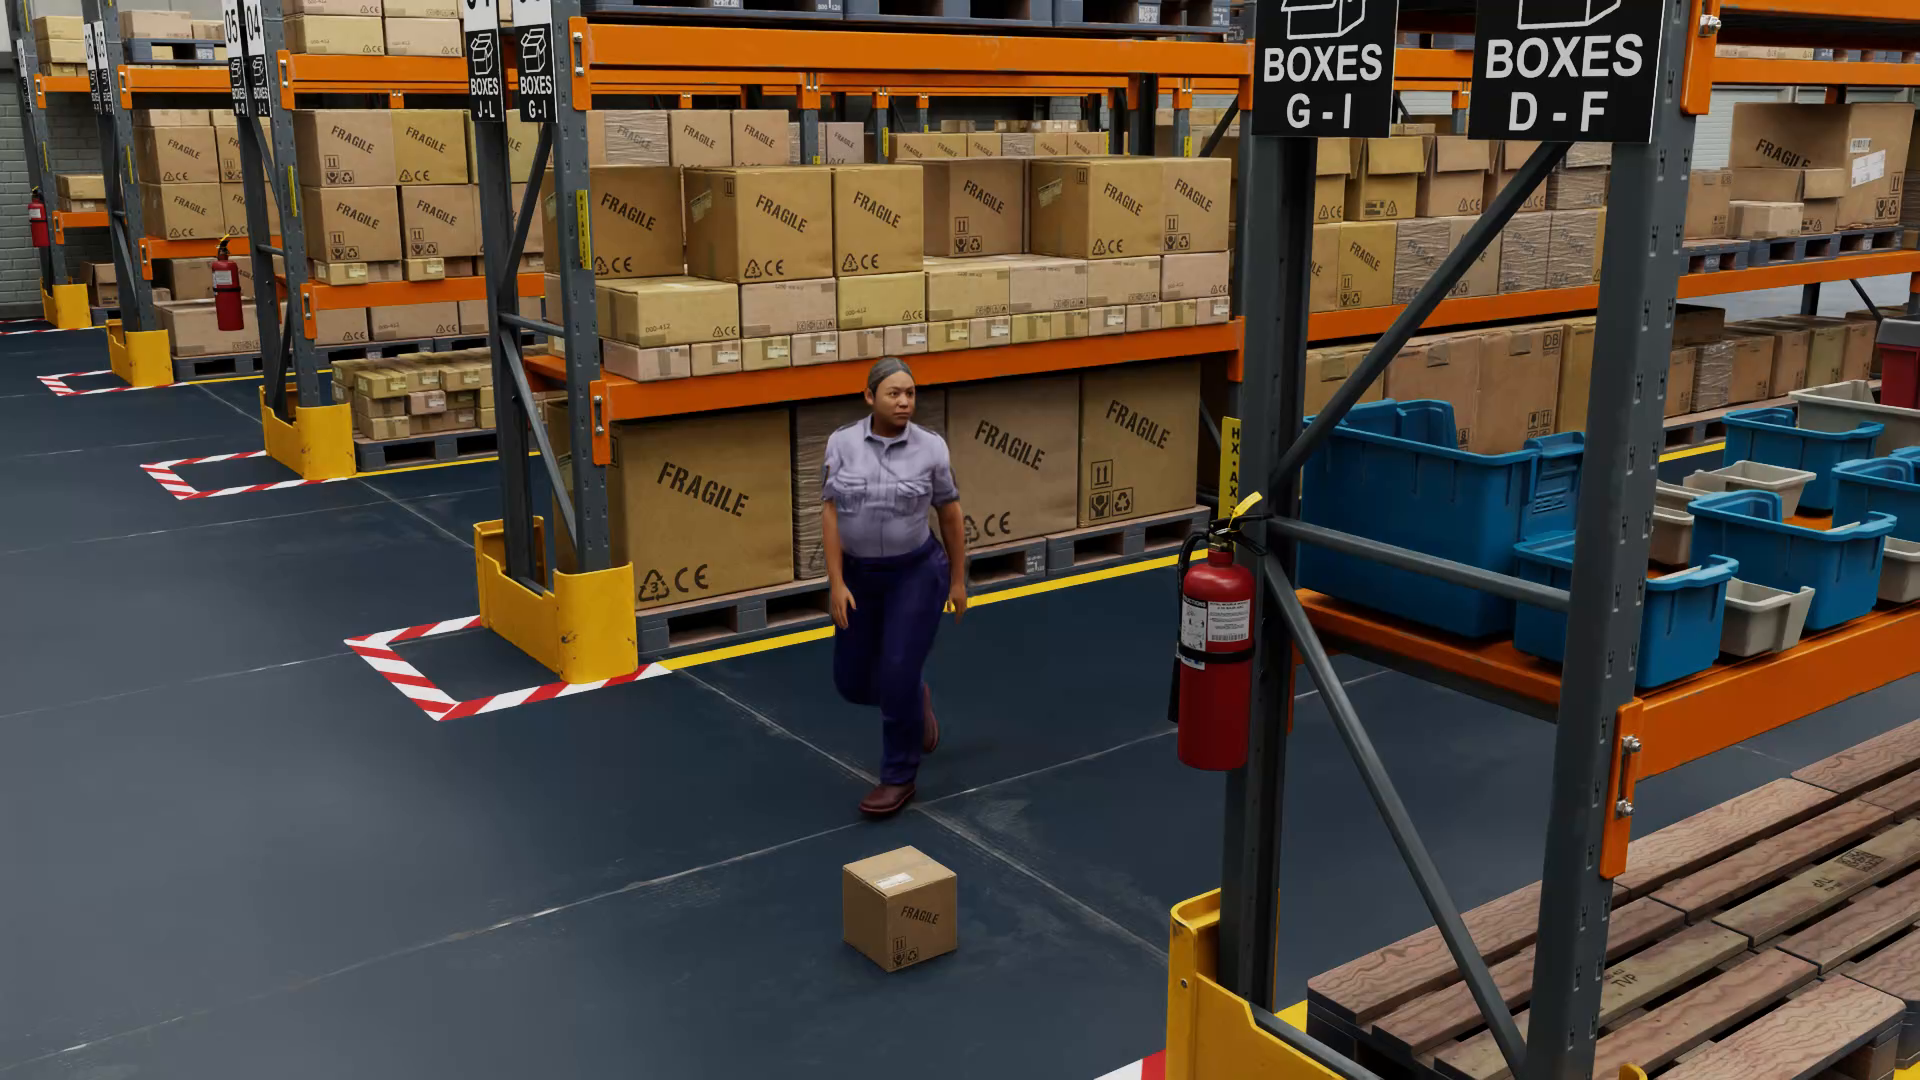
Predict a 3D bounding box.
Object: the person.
[{"bbox_3d":[-0.218,0.129,6.026,0.487,1.615,0.677,5,15,17],"label":"person"}]
